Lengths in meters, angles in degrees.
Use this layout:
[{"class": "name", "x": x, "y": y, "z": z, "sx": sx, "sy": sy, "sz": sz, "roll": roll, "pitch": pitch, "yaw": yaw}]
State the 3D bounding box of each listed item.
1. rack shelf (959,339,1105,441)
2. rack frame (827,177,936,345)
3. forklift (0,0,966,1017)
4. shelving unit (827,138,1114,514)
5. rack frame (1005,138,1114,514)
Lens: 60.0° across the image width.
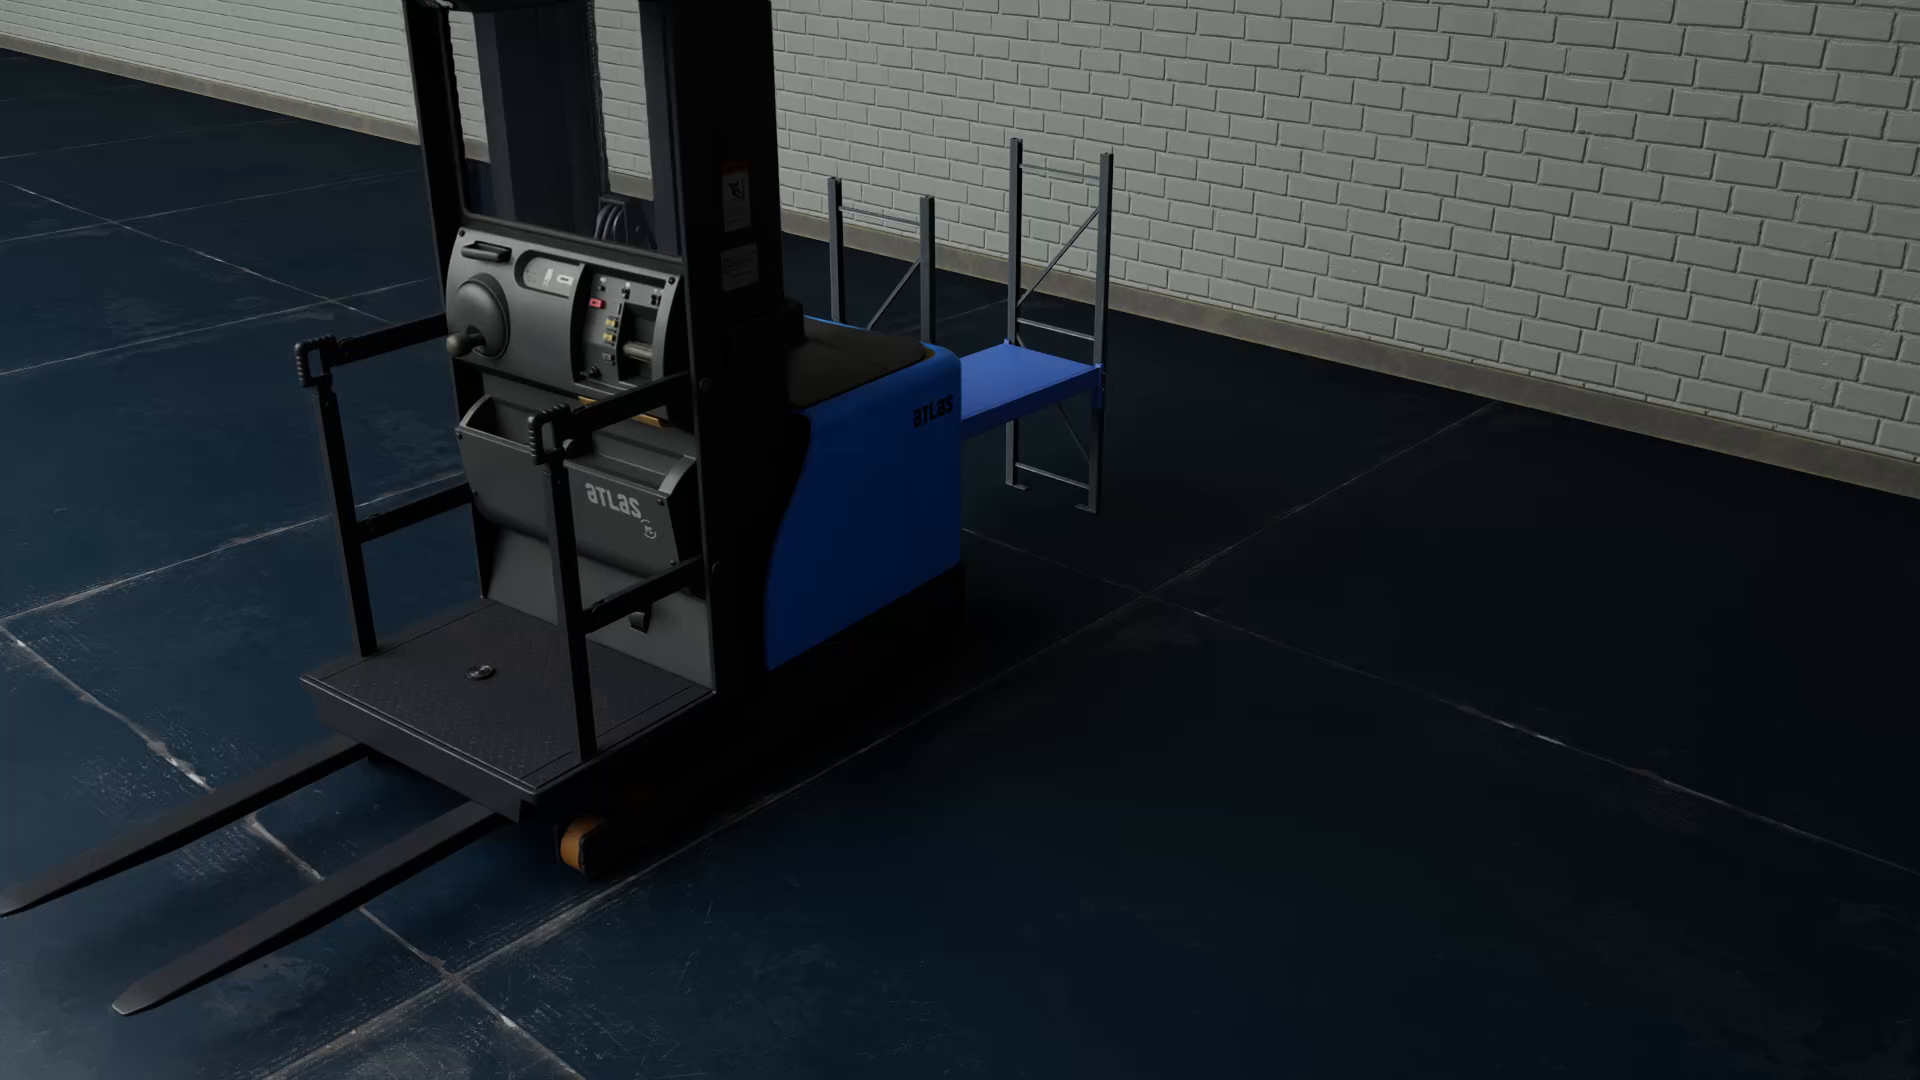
[{"class": "rack shelf", "x": 0.057, "y": -0.546, "z": 6.575, "sx": 0.538, "sy": 0.185, "sz": 1.000, "roll": 20, "pitch": 31, "yaw": 38}, {"class": "rack frame", "x": -0.282, "y": -0.555, "z": 6.156, "sx": 0.500, "sy": 1.500, "sz": 0.032, "roll": 20, "pitch": 31, "yaw": 38}, {"class": "forklift", "x": -1.265, "y": -0.628, "z": 4.567, "sx": 1.130, "sy": 2.935, "sz": 3.031, "roll": 17, "pitch": 29, "yaw": 33}, {"class": "shelving unit", "x": 0.057, "y": -0.710, "z": 6.501, "sx": 0.538, "sy": 1.500, "sz": 1.048, "roll": 20, "pitch": 31, "yaw": 38}, {"class": "rack frame", "x": 0.396, "y": -0.865, "z": 6.847, "sx": 0.500, "sy": 1.500, "sz": 0.032, "roll": 20, "pitch": 31, "yaw": 38}]
